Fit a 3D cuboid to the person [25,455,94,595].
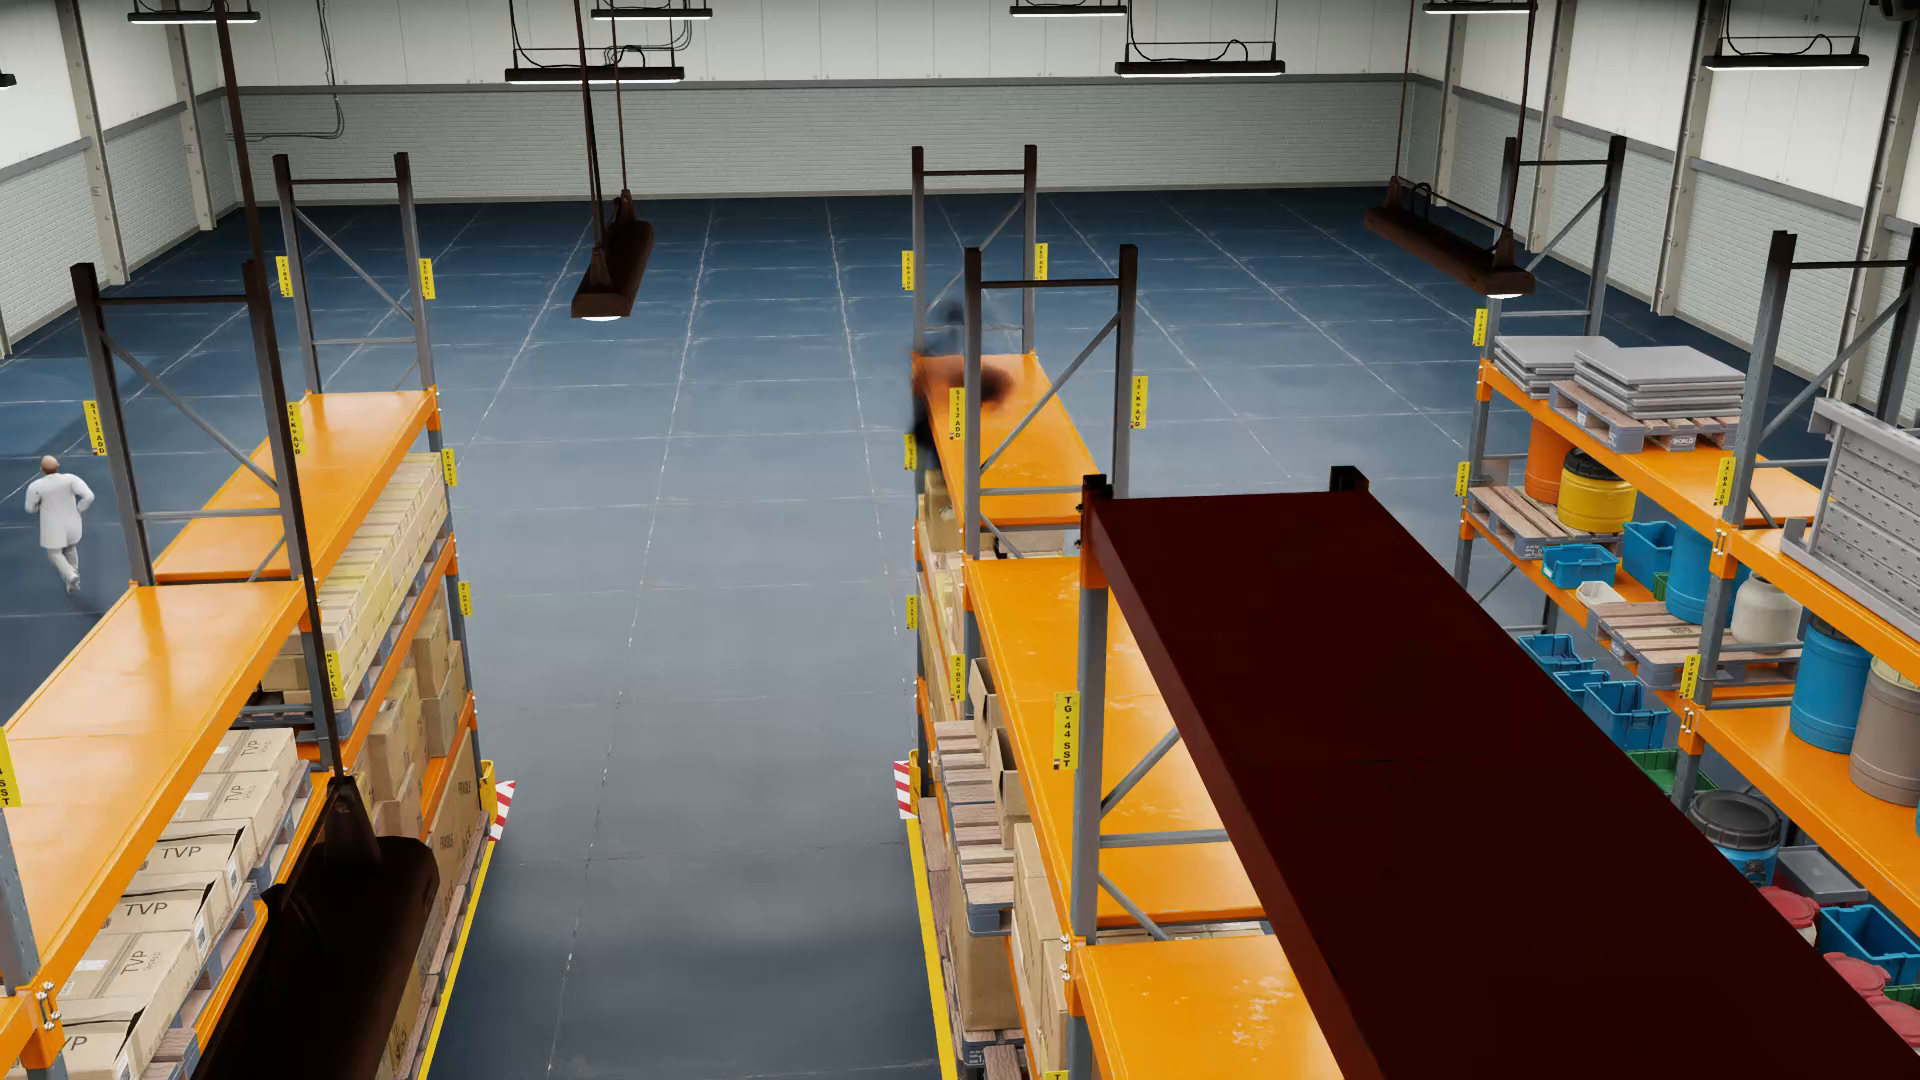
[{"bbox_3d":[-10.642,-0.177,19.722,0.720,1.745,0.896,-18,28,-38],"label":"person"}]
